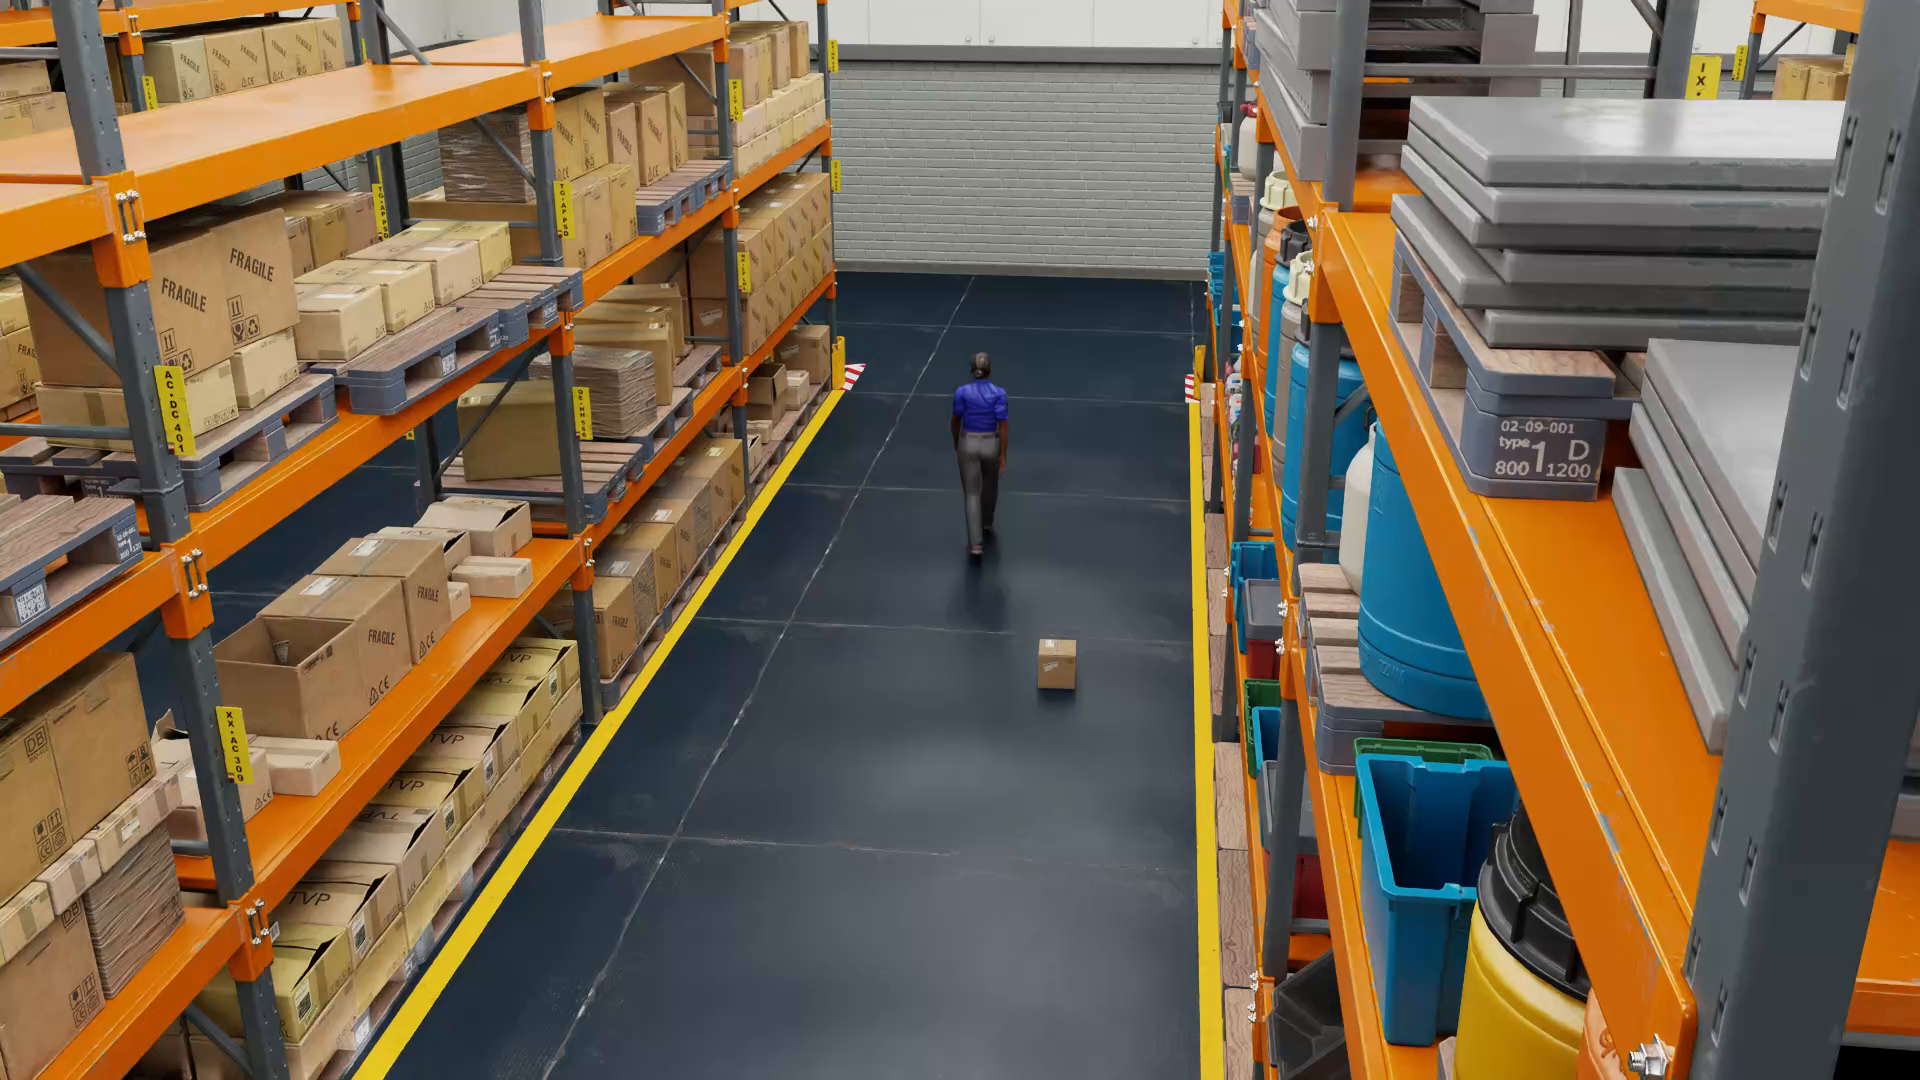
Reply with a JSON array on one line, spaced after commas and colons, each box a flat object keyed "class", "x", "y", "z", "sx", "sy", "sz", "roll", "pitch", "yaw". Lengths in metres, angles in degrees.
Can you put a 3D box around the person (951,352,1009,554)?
[{"class": "person", "x": 0.153, "y": -0.747, "z": 13.376, "sx": 0.452, "sy": 1.596, "sz": 1.017, "roll": -2, "pitch": 21, "yaw": -4}]
